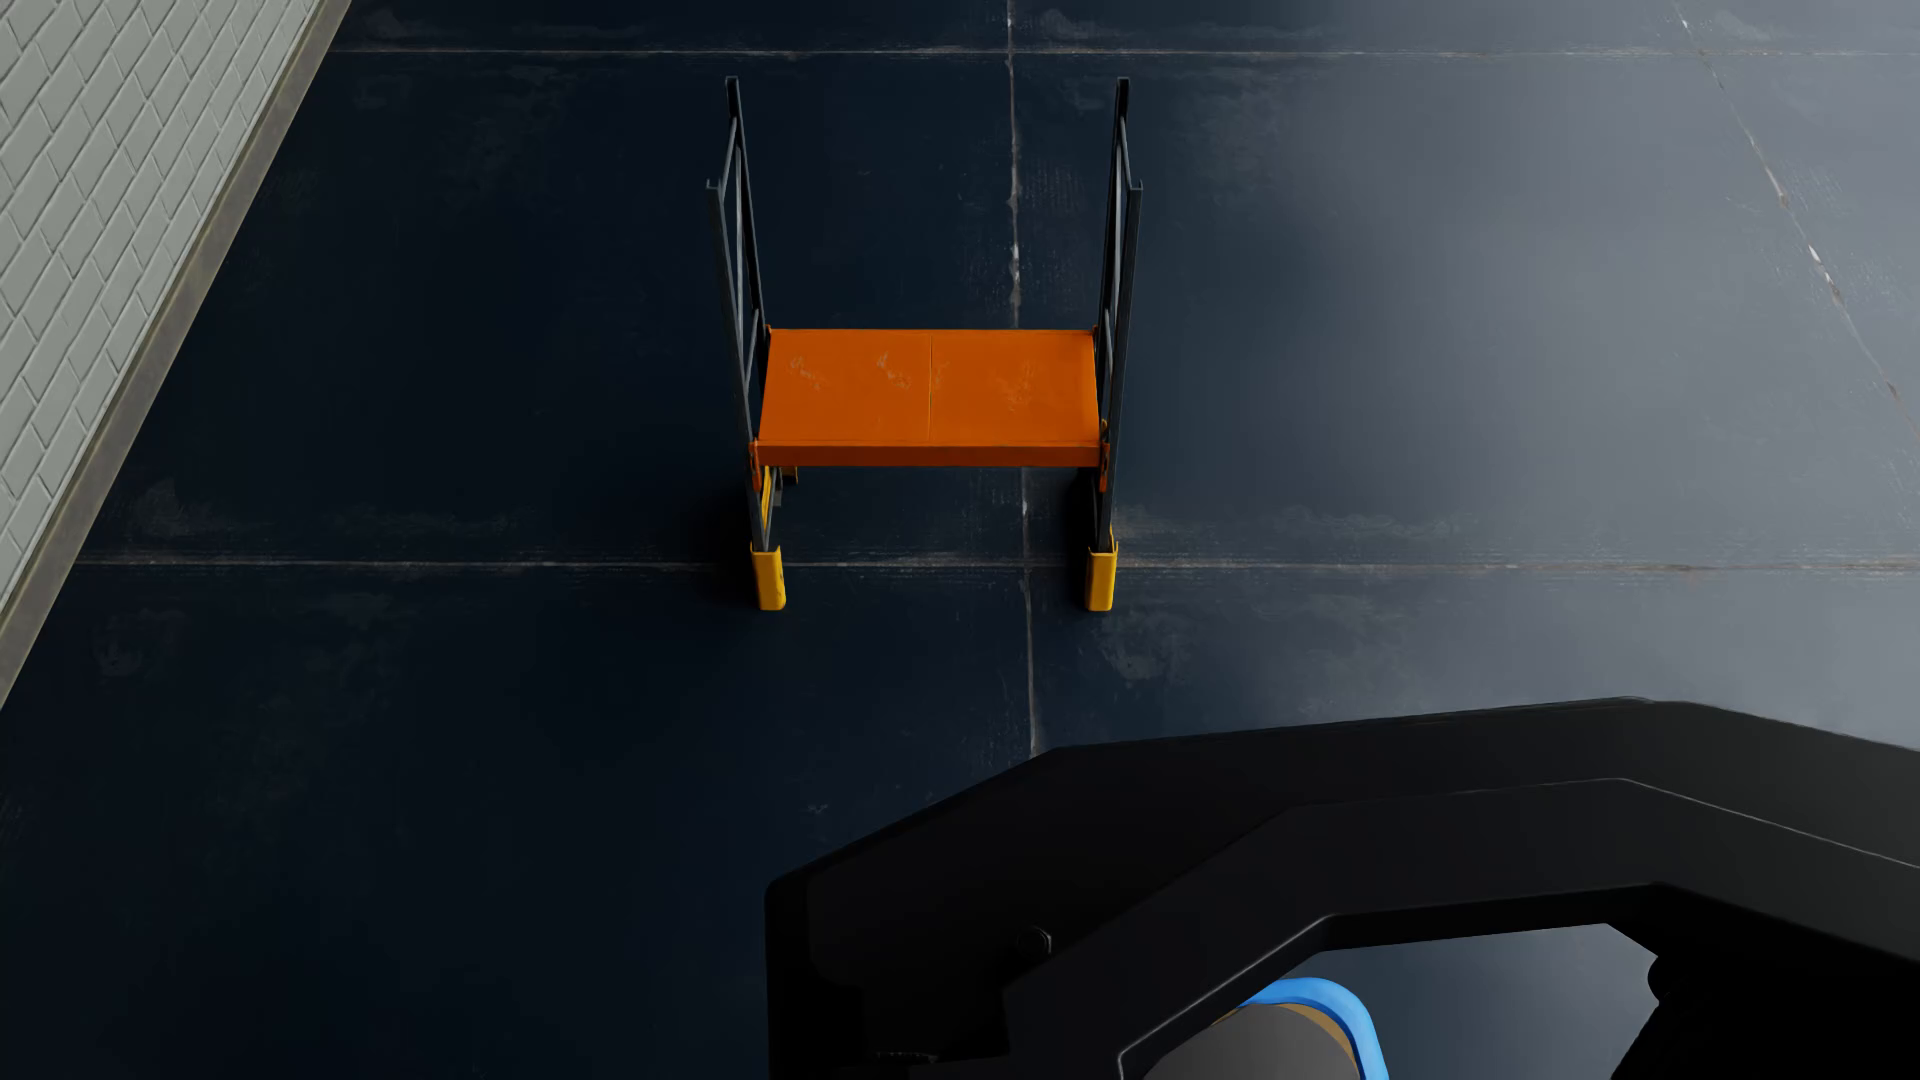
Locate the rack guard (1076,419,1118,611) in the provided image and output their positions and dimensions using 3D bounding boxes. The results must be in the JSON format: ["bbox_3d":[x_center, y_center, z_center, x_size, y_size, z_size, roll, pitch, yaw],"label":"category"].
[{"bbox_3d":[0.422,-0.084,5.157,0.087,0.250,0.587,0,47,0],"label":"rack guard"}]

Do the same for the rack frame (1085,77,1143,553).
[{"bbox_3d":[0.423,-0.510,4.700,0.032,1.500,0.500,0,47,0],"label":"rack frame"}]

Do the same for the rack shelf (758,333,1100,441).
[{"bbox_3d":[-0.085,-0.434,4.784,0.952,0.026,0.459,0,47,0],"label":"rack shelf"}]

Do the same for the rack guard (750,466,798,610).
[{"bbox_3d":[-0.574,-0.087,5.160,0.087,0.250,0.587,0,47,0],"label":"rack guard"}]

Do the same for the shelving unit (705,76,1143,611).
[{"bbox_3d":[-0.076,-0.511,4.701,1.083,1.500,0.587,0,47,0],"label":"shelving unit"}]

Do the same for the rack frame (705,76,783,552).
[{"bbox_3d":[-0.594,-0.513,4.703,0.032,1.500,0.500,0,47,0],"label":"rack frame"}]
